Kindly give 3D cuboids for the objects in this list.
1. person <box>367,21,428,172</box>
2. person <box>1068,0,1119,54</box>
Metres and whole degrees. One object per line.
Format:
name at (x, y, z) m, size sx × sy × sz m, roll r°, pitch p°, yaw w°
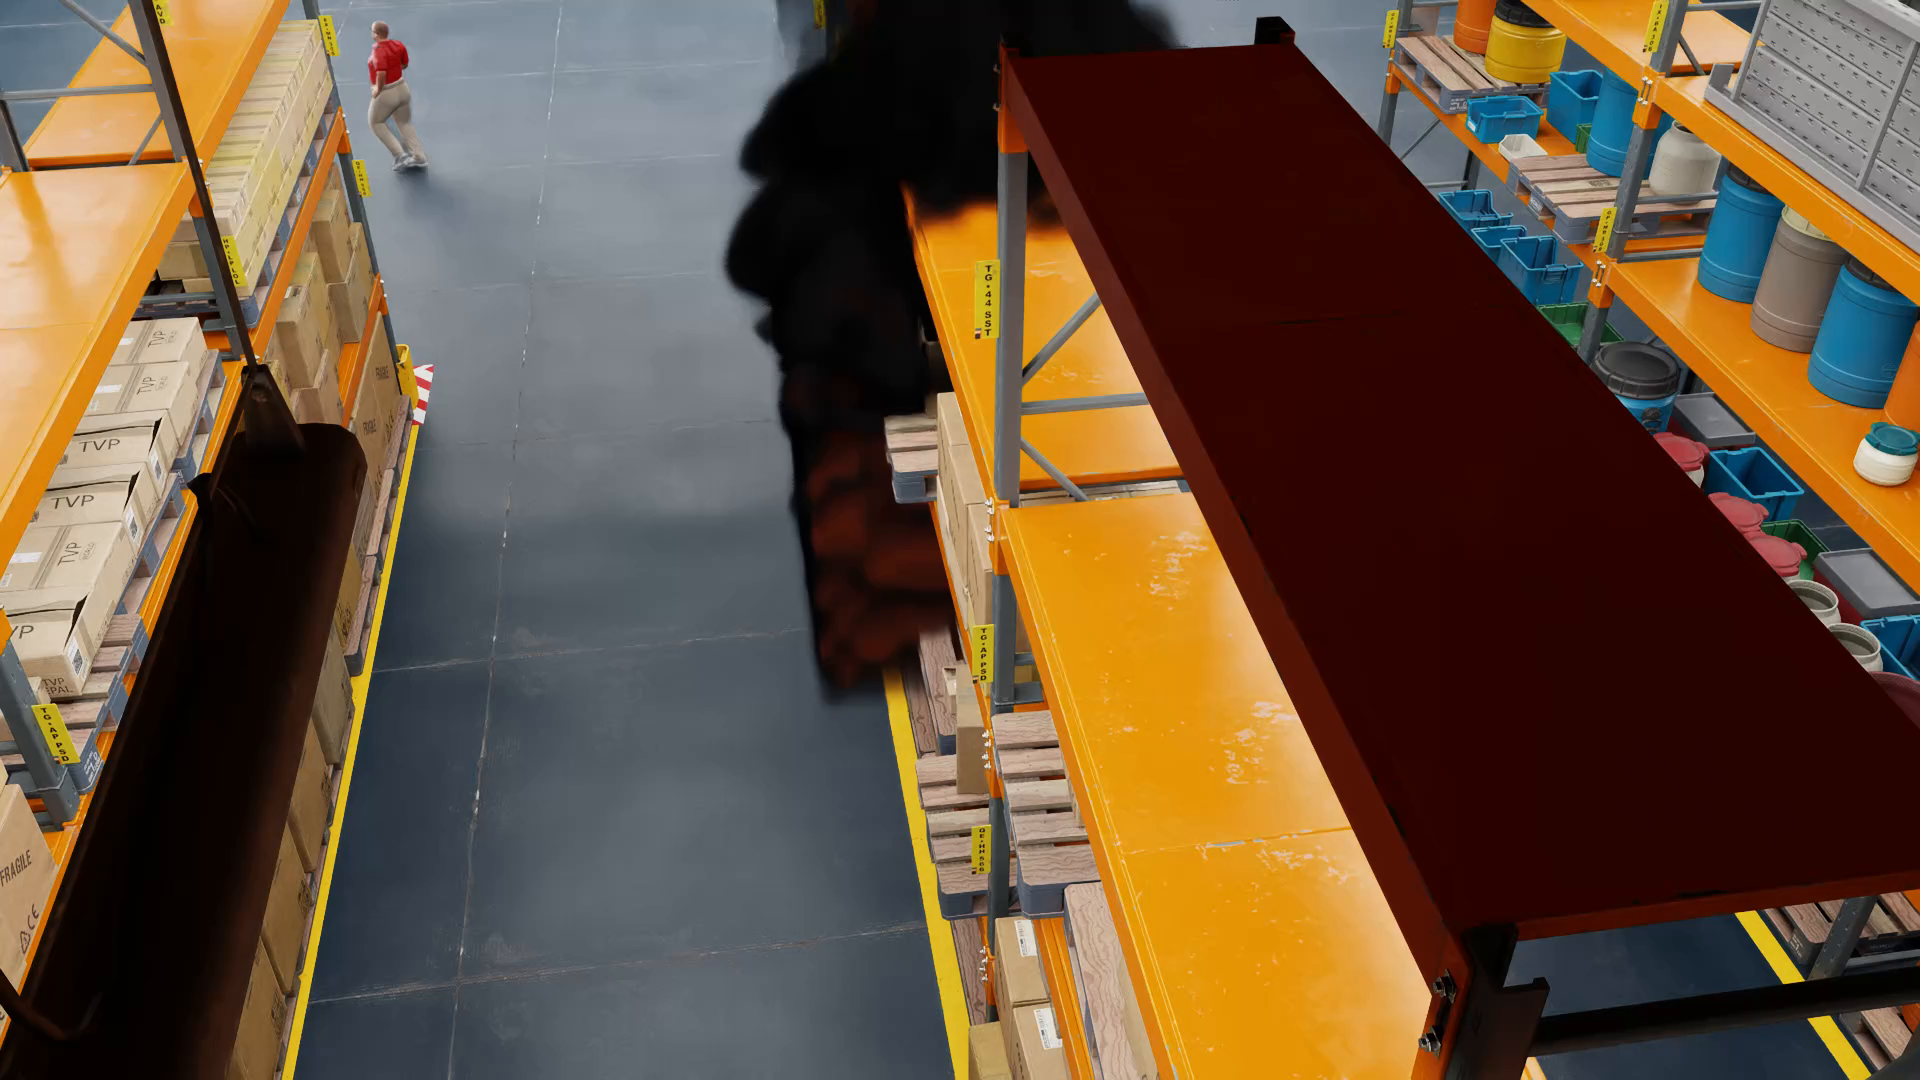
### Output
person at (-6.491, -5.027, 18.877) m, size 0.676 × 1.752 × 0.643 m, roll 18°, pitch 40°, yaw 23°
person at (1.569, -5.309, 19.142) m, size 0.828 × 1.820 × 0.668 m, roll 8°, pitch 37°, yaw 11°
